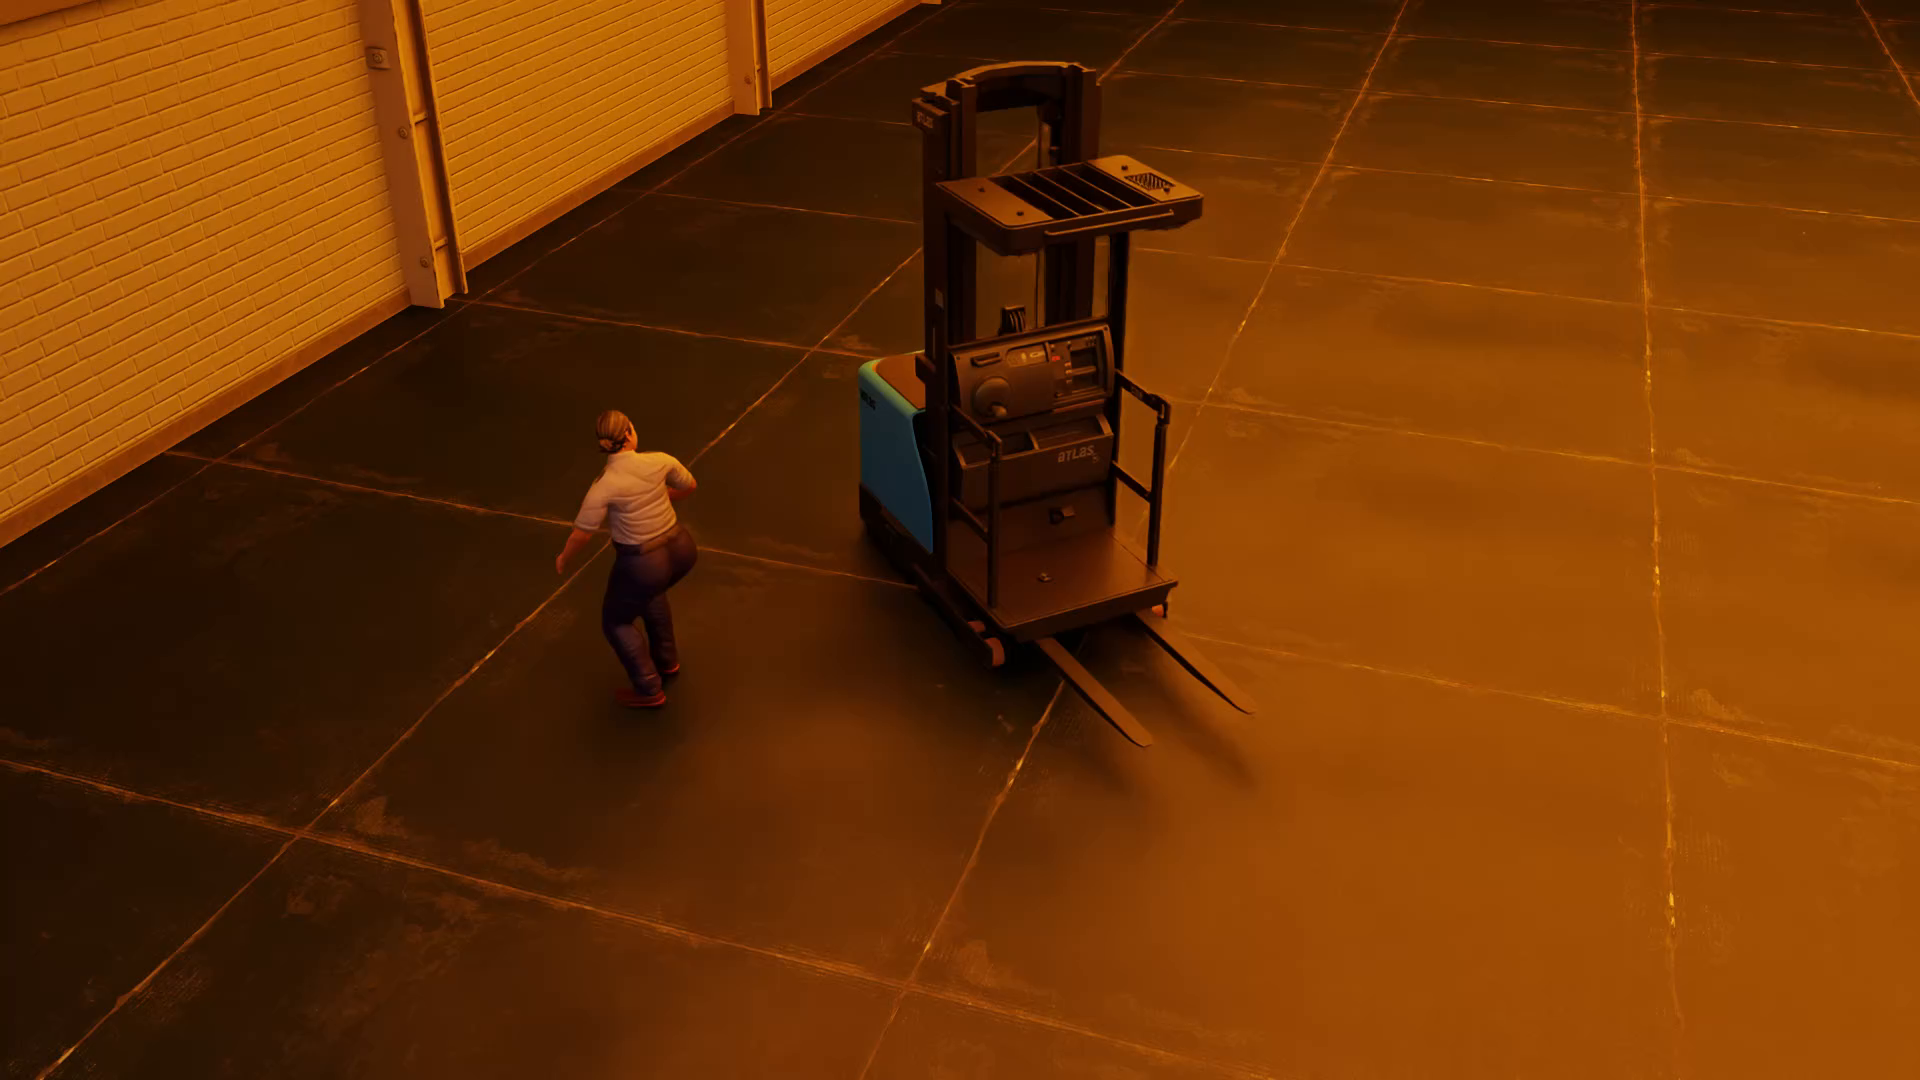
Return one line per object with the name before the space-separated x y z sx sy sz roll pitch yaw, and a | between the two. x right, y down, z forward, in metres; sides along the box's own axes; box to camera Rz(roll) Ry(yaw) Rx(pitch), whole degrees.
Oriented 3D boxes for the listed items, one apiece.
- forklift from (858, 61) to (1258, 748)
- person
forklift | 0.494 -0.838 8.606 1.130 2.935 3.031 -14 32 -23
person | -1.643 0.087 8.367 0.514 1.600 0.715 23 37 35
